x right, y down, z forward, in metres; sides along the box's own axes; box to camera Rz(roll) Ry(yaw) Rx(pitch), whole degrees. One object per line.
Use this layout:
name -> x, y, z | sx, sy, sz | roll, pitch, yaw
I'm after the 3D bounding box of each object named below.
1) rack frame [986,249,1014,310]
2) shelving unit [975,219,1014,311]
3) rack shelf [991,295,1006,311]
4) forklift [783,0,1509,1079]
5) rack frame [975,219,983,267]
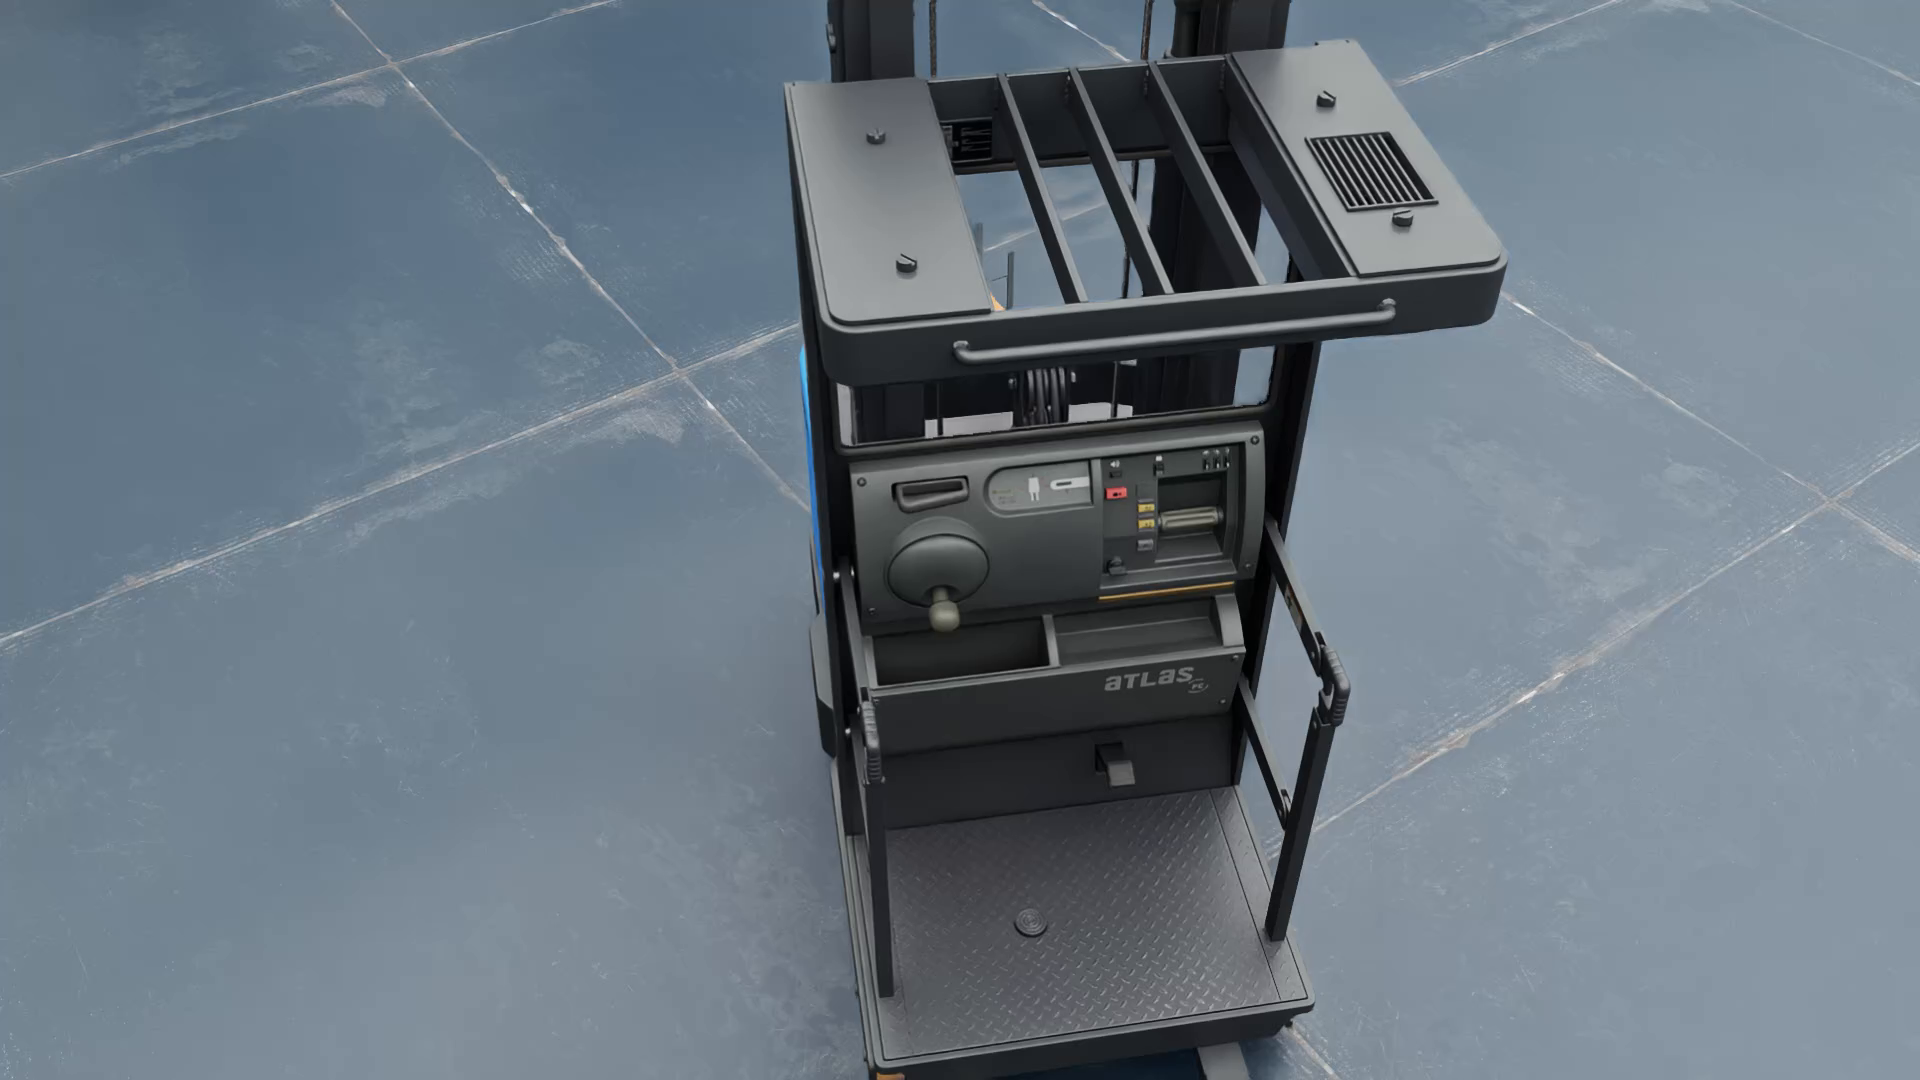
rack frame -> 0.054, -0.385, 5.284 | 0.240, 1.200, 0.006 | -21, 48, -21
shelving unit -> 0.009, -0.440, 5.342 | 0.258, 1.200, 0.189 | -21, 48, -21
rack shelf -> 0.009, -0.668, 5.124 | 0.258, 0.103, 0.180 | -21, 48, -21
forklift -> 0.262, 0.063, 3.562 | 1.130, 2.935, 3.031 | -6, 44, -7
rack frame -> -0.036, -0.495, 5.400 | 0.240, 1.200, 0.006 | -21, 48, -21
